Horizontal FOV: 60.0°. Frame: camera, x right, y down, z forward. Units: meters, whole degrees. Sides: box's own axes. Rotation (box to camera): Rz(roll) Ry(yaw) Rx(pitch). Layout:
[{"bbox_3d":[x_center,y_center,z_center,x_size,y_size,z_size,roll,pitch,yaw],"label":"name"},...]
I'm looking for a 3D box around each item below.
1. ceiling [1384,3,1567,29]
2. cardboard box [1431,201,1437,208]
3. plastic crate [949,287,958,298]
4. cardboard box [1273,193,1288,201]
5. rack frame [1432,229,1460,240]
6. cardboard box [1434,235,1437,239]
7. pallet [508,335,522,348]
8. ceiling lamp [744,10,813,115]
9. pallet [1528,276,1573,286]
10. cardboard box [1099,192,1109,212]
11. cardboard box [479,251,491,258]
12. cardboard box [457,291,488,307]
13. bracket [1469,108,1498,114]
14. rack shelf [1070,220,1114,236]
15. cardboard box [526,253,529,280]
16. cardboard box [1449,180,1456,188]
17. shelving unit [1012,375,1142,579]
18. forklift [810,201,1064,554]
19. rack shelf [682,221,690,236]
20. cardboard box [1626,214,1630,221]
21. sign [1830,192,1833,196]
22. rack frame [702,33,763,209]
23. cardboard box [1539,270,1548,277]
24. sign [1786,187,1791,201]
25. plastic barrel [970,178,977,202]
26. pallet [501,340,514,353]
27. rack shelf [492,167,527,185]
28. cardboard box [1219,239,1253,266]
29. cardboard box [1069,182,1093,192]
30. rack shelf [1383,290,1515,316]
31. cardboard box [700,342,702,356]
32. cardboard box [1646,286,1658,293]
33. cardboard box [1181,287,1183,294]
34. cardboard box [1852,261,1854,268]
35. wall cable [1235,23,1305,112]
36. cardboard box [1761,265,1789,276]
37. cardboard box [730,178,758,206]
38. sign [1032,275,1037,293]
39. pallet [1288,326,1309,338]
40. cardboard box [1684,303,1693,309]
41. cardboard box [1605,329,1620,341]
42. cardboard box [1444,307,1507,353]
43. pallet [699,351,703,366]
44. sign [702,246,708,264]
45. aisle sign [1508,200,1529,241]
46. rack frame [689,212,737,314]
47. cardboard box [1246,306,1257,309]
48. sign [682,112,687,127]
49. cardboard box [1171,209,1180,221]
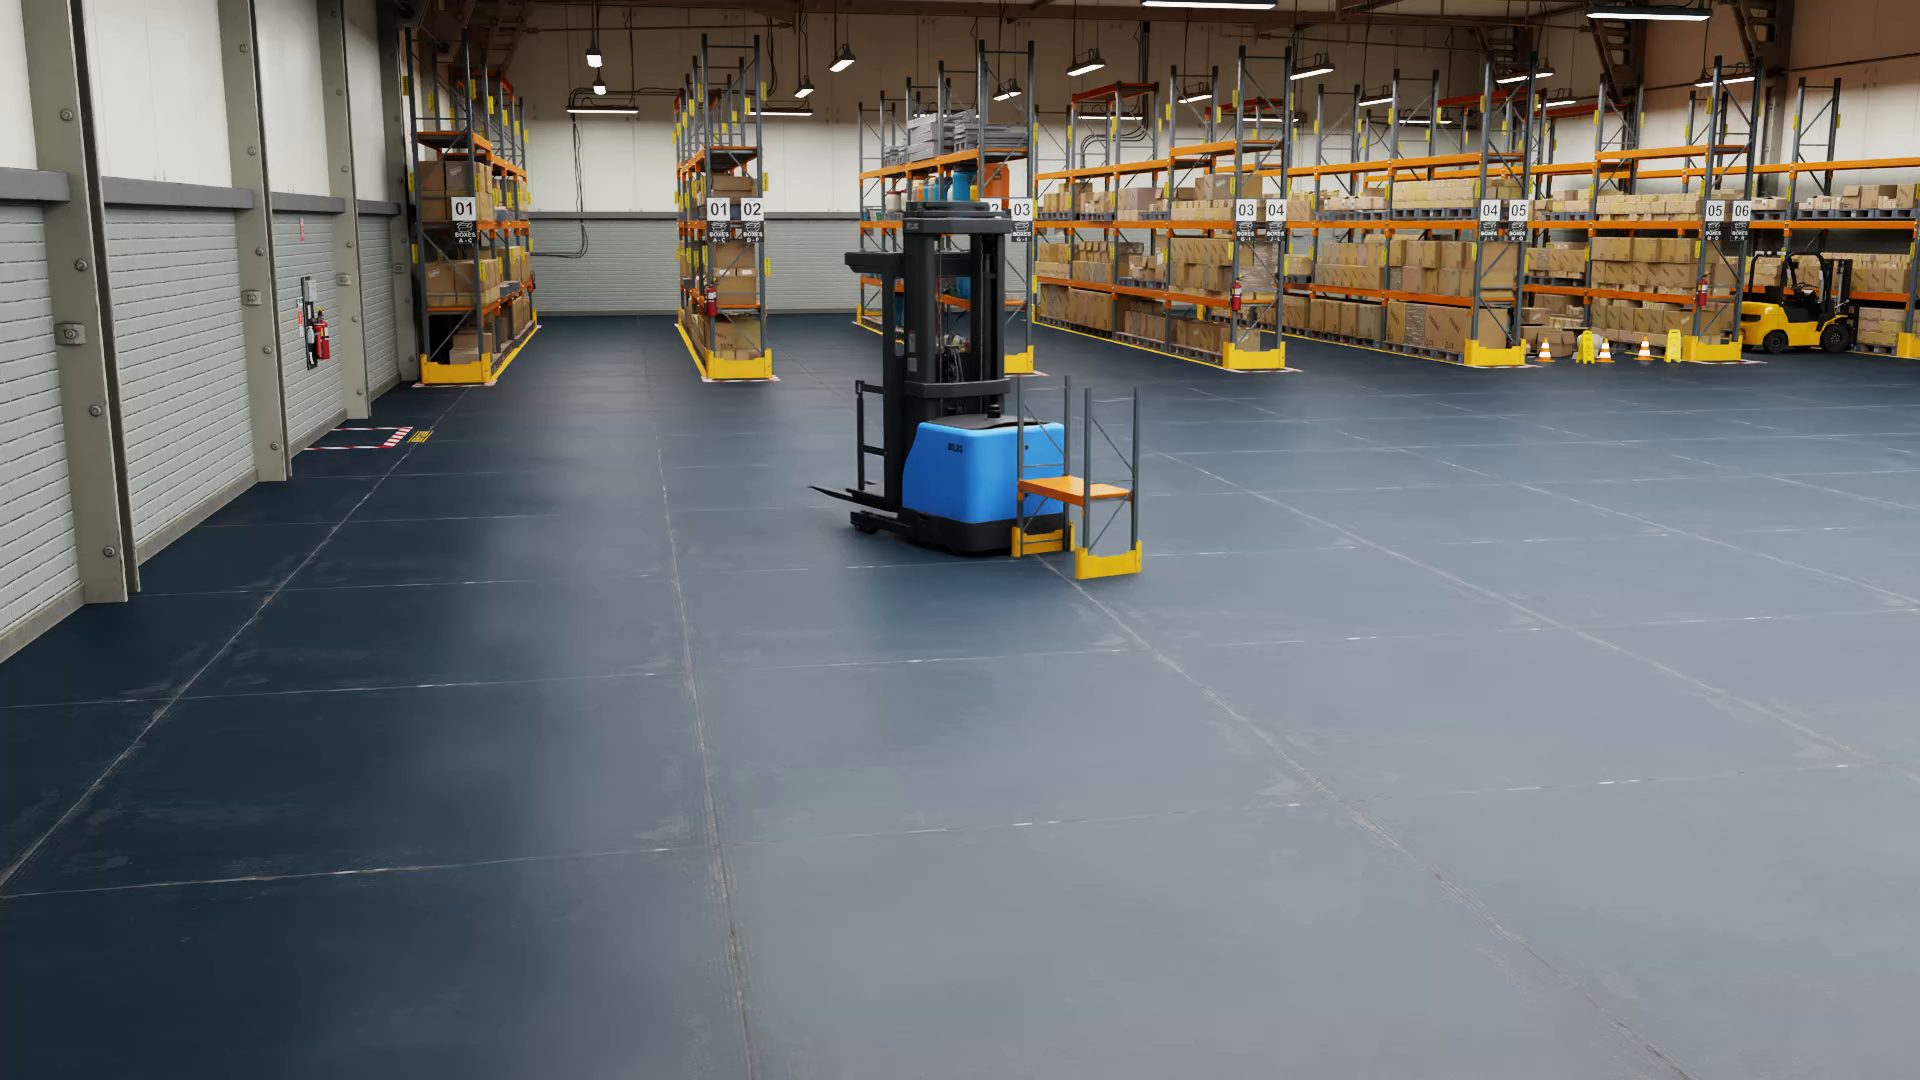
[{"bbox_3d":[17.226,-16.152,51.424,6.000,0.001,6.000,-2,11,-11],"label":"ceiling"},{"bbox_3d":[9.890,-6.888,34.123,0.380,0.149,0.250,-2,11,-10],"label":"cardboard box"},{"bbox_3d":[0.049,-4.983,33.419,0.450,0.188,0.662,-2,11,-11],"label":"plastic crate"},{"bbox_3d":[8.421,-8.598,42.423,0.797,0.503,0.637,-2,11,-12],"label":"cardboard box"},{"bbox_3d":[13.086,-7.354,45.309,1.000,3.000,0.127,-2,11,-11],"label":"rack frame"},{"bbox_3d":[13.213,-8.326,45.744,0.380,0.149,0.250,-2,11,-10],"label":"cardboard box"},{"bbox_3d":[-10.513,-4.497,37.757,1.003,0.211,1.213,-2,11,-11],"label":"pallet"},{"bbox_3d":[-5.198,-13.764,47.335,2.000,3.185,0.800,-2,11,-11],"label":"ceiling lamp"},{"bbox_3d":[14.289,-6.164,39.573,1.003,0.211,1.213,-2,11,-11],"label":"pallet"},{"bbox_3d":[3.699,-8.253,40.621,0.500,0.500,0.500,-2,11,-8],"label":"cardboard box"},{"bbox_3d":[-10.260,-6.182,35.977,0.380,0.149,0.250,-4,12,-21],"label":"cardboard box"},{"bbox_3d":[-8.661,-4.289,29.557,0.500,0.250,0.500,-2,11,-13],"label":"cardboard box"},{"bbox_3d":[16.563,-14.087,55.013,0.076,0.066,5.218,-2,11,-11],"label":"bracket"},{"bbox_3d":[3.754,-7.747,41.276,1.077,0.370,4.000,-2,11,-11],"label":"rack shelf"},{"bbox_3d":[-11.728,-7.108,43.215,0.980,0.700,0.700,-2,11,-11],"label":"cardboard box"},{"bbox_3d":[10.036,-7.141,33.320,0.380,0.149,0.250,-2,11,-10],"label":"cardboard box"},{"bbox_3d":[0.943,-0.540,13.524,0.587,1.500,1.083,-6,12,-28],"label":"shelving unit"},{"bbox_3d":[-0.343,-1.555,15.025,1.130,2.935,3.031,-7,13,-34],"label":"forklift"},{"bbox_3d":[-5.964,-7.387,39.386,1.077,0.370,4.000,-2,11,-11],"label":"rack shelf"},{"bbox_3d":[14.665,-6.982,36.007,0.380,0.149,0.250,-2,11,-13],"label":"cardboard box"},{"bbox_3d":[20.054,-7.854,38.324,0.100,0.325,0.005,-2,11,-11],"label":"sign"},{"bbox_3d":[-4.019,-7.380,29.403,1.000,3.000,0.127,-2,11,-11],"label":"rack frame"},{"bbox_3d":[14.011,-6.338,39.524,0.380,0.149,0.250,-2,11,-9],"label":"cardboard box"},{"bbox_3d":[18.979,-7.928,38.081,0.100,0.325,0.005,-2,11,-11],"label":"sign"},{"bbox_3d":[0.494,-6.589,31.643,0.600,0.588,0.600,0,11,0],"label":"plastic barrel"},{"bbox_3d":[-10.283,-4.206,36.230,1.003,0.211,1.213,-2,11,-11],"label":"pallet"},{"bbox_3d":[-11.600,-9.217,42.048,1.077,0.370,4.000,-2,11,-11],"label":"rack shelf"},{"bbox_3d":[5.349,-5.571,32.205,0.500,0.500,0.500,-2,11,-11],"label":"cardboard box"},{"bbox_3d":[3.188,-9.312,43.915,0.500,0.250,0.500,-3,11,-15],"label":"cardboard box"},{"bbox_3d":[10.195,-4.968,34.697,1.077,0.370,4.000,-2,11,-11],"label":"rack shelf"},{"bbox_3d":[-4.820,-3.742,32.565,0.500,0.250,0.500,-2,11,-11],"label":"cardboard box"},{"bbox_3d":[14.819,-5.322,35.308,0.380,0.149,0.250,-2,11,-12],"label":"cardboard box"},{"bbox_3d":[4.837,-5.216,34.748,0.380,0.149,0.250,-2,11,-11],"label":"cardboard box"},{"bbox_3d":[19.712,-6.039,36.398,0.380,0.149,0.250,-2,11,-11],"label":"cardboard box"},{"bbox_3d":[9.898,-15.271,53.210,2.355,3.000,0.029,-2,11,-11],"label":"wall cable"},{"bbox_3d":[19.163,-6.320,38.944,0.500,0.250,0.500,-2,11,-12],"label":"cardboard box"},{"bbox_3d":[-4.074,-6.545,31.274,0.500,0.500,0.500,-2,11,-11],"label":"cardboard box"},{"bbox_3d":[1.381,-4.767,30.981,0.100,0.325,0.005,-2,11,-11],"label":"sign"},{"bbox_3d":[8.877,-5.195,41.426,1.003,0.211,1.213,-2,11,-11],"label":"pallet"},{"bbox_3d":[18.840,-5.726,41.986,0.875,0.625,0.625,-2,11,-9],"label":"cardboard box"},{"bbox_3d":[14.606,-4.526,36.686,0.500,0.250,0.500,-1,11,-8],"label":"cardboard box"},{"bbox_3d":[10.387,-4.239,33.503,0.875,0.875,0.875,-2,11,-11],"label":"cardboard box"},{"bbox_3d":[-4.684,-3.649,33.304,1.003,0.211,1.213,-2,11,-11],"label":"pallet"},{"bbox_3d":[-4.554,-5.101,29.743,0.100,0.325,0.005,-2,11,-11],"label":"sign"},{"bbox_3d":[10.892,-6.229,32.449,0.394,0.787,0.004,-2,11,-11],"label":"aisle sign"},{"bbox_3d":[-5.575,-5.900,37.672,1.000,3.000,0.127,-2,11,-11],"label":"rack frame"},{"bbox_3d":[7.925,-6.309,44.731,0.380,0.149,0.250,-2,11,-9],"label":"cardboard box"},{"bbox_3d":[-6.105,-9.323,36.904,0.100,0.325,0.005,-2,11,-11],"label":"sign"},{"bbox_3d":[4.757,-6.834,34.958,0.500,0.250,0.500,-3,11,-13],"label":"cardboard box"}]
